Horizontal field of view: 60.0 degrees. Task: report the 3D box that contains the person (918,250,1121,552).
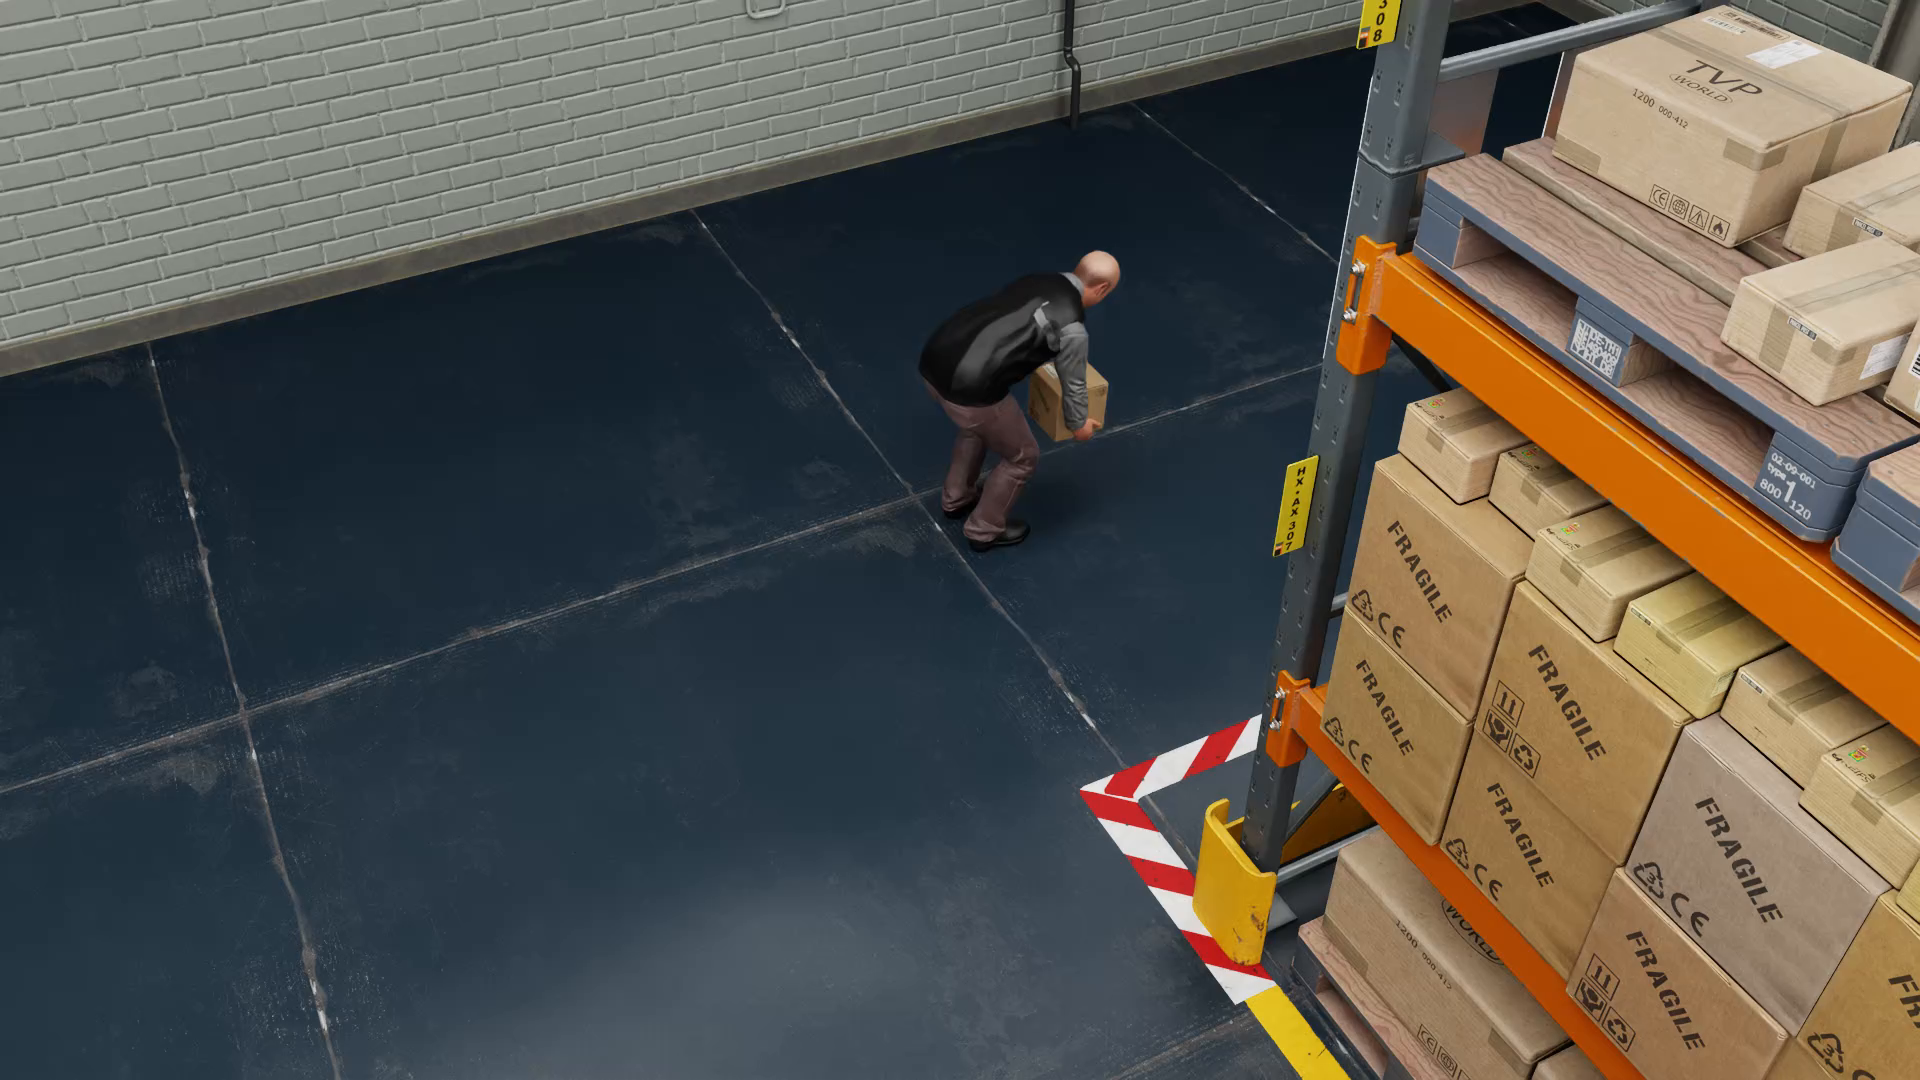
[{"bbox_3d":[0.275,-0.610,7.245,0.918,1.244,0.476,-20,45,-22],"label":"person"}]
